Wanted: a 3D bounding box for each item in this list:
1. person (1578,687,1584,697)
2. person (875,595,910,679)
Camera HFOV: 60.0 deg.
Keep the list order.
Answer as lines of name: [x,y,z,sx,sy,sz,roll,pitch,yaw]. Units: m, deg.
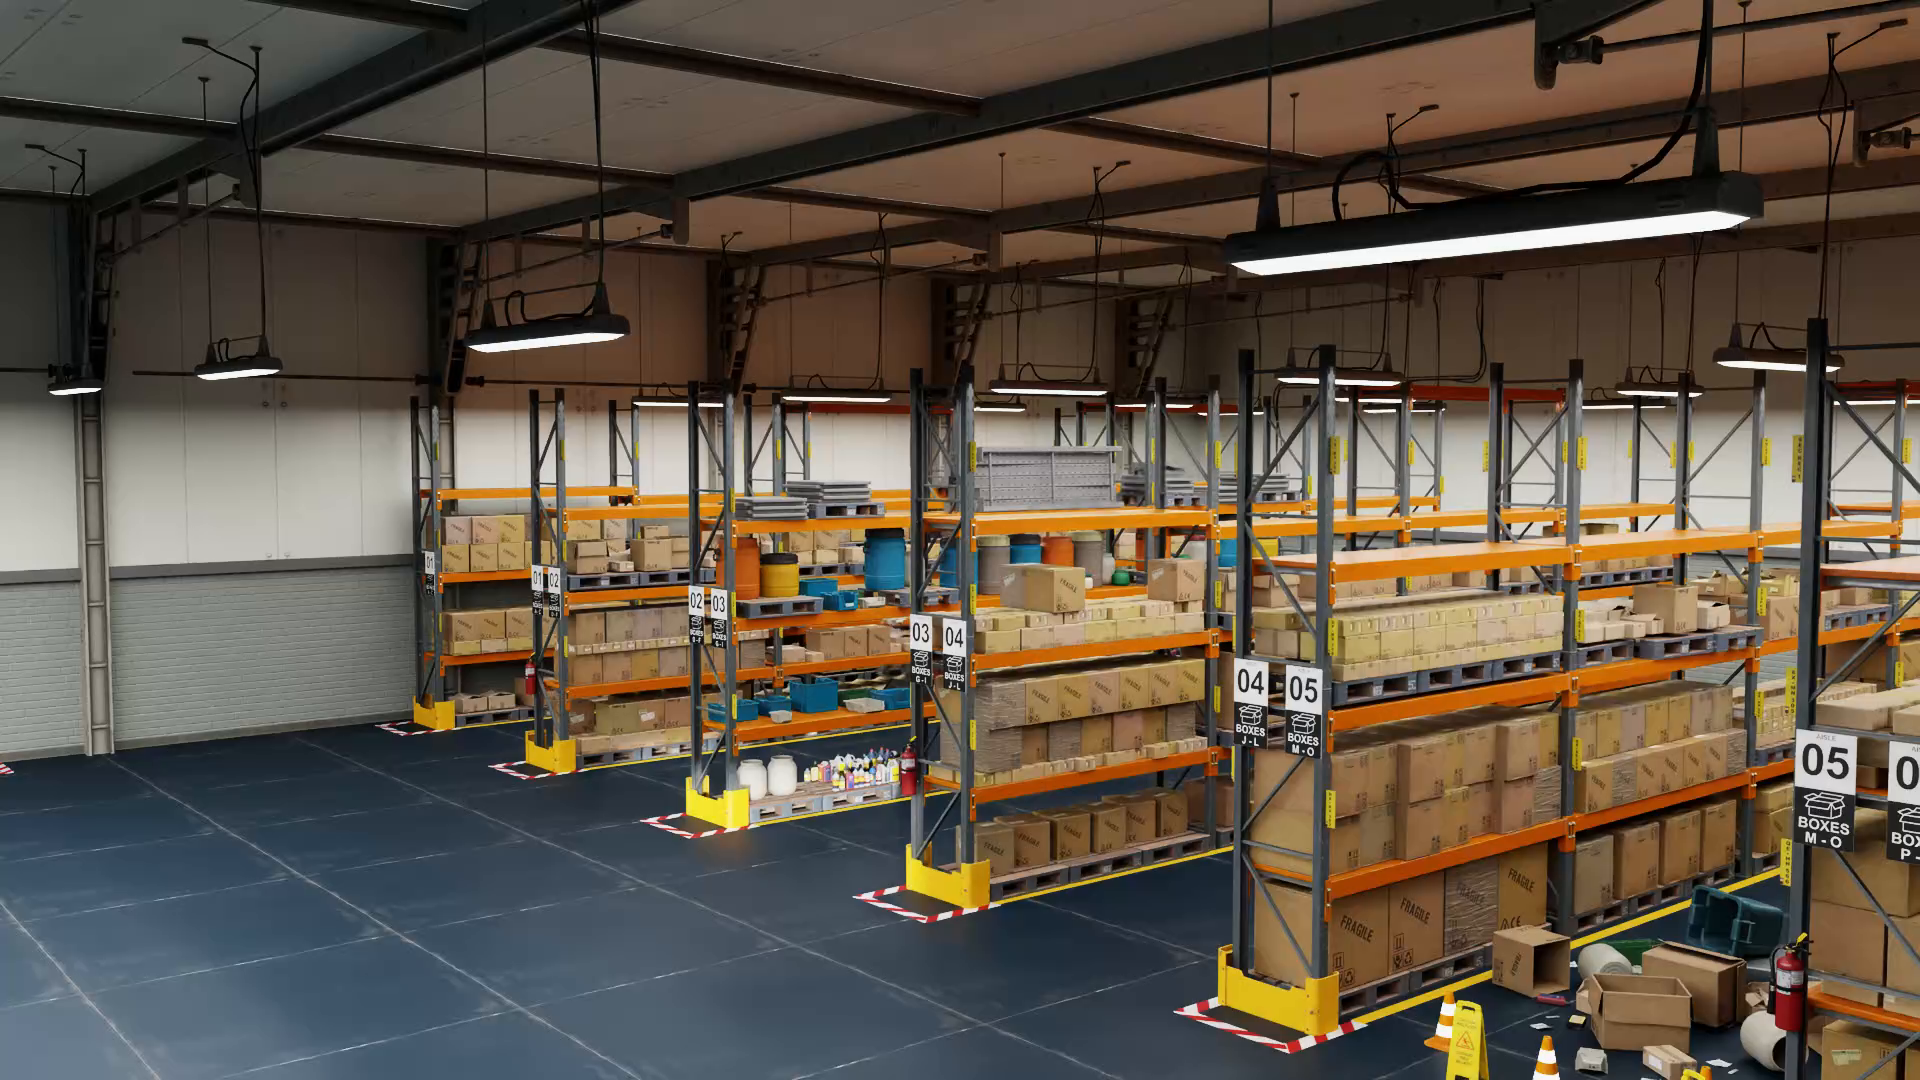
person: [8.747,2.895,23.742,0.660,1.776,0.649,3,5,44]
person: [-1.410,1.987,33.653,0.885,1.787,0.693,-3,5,-44]
